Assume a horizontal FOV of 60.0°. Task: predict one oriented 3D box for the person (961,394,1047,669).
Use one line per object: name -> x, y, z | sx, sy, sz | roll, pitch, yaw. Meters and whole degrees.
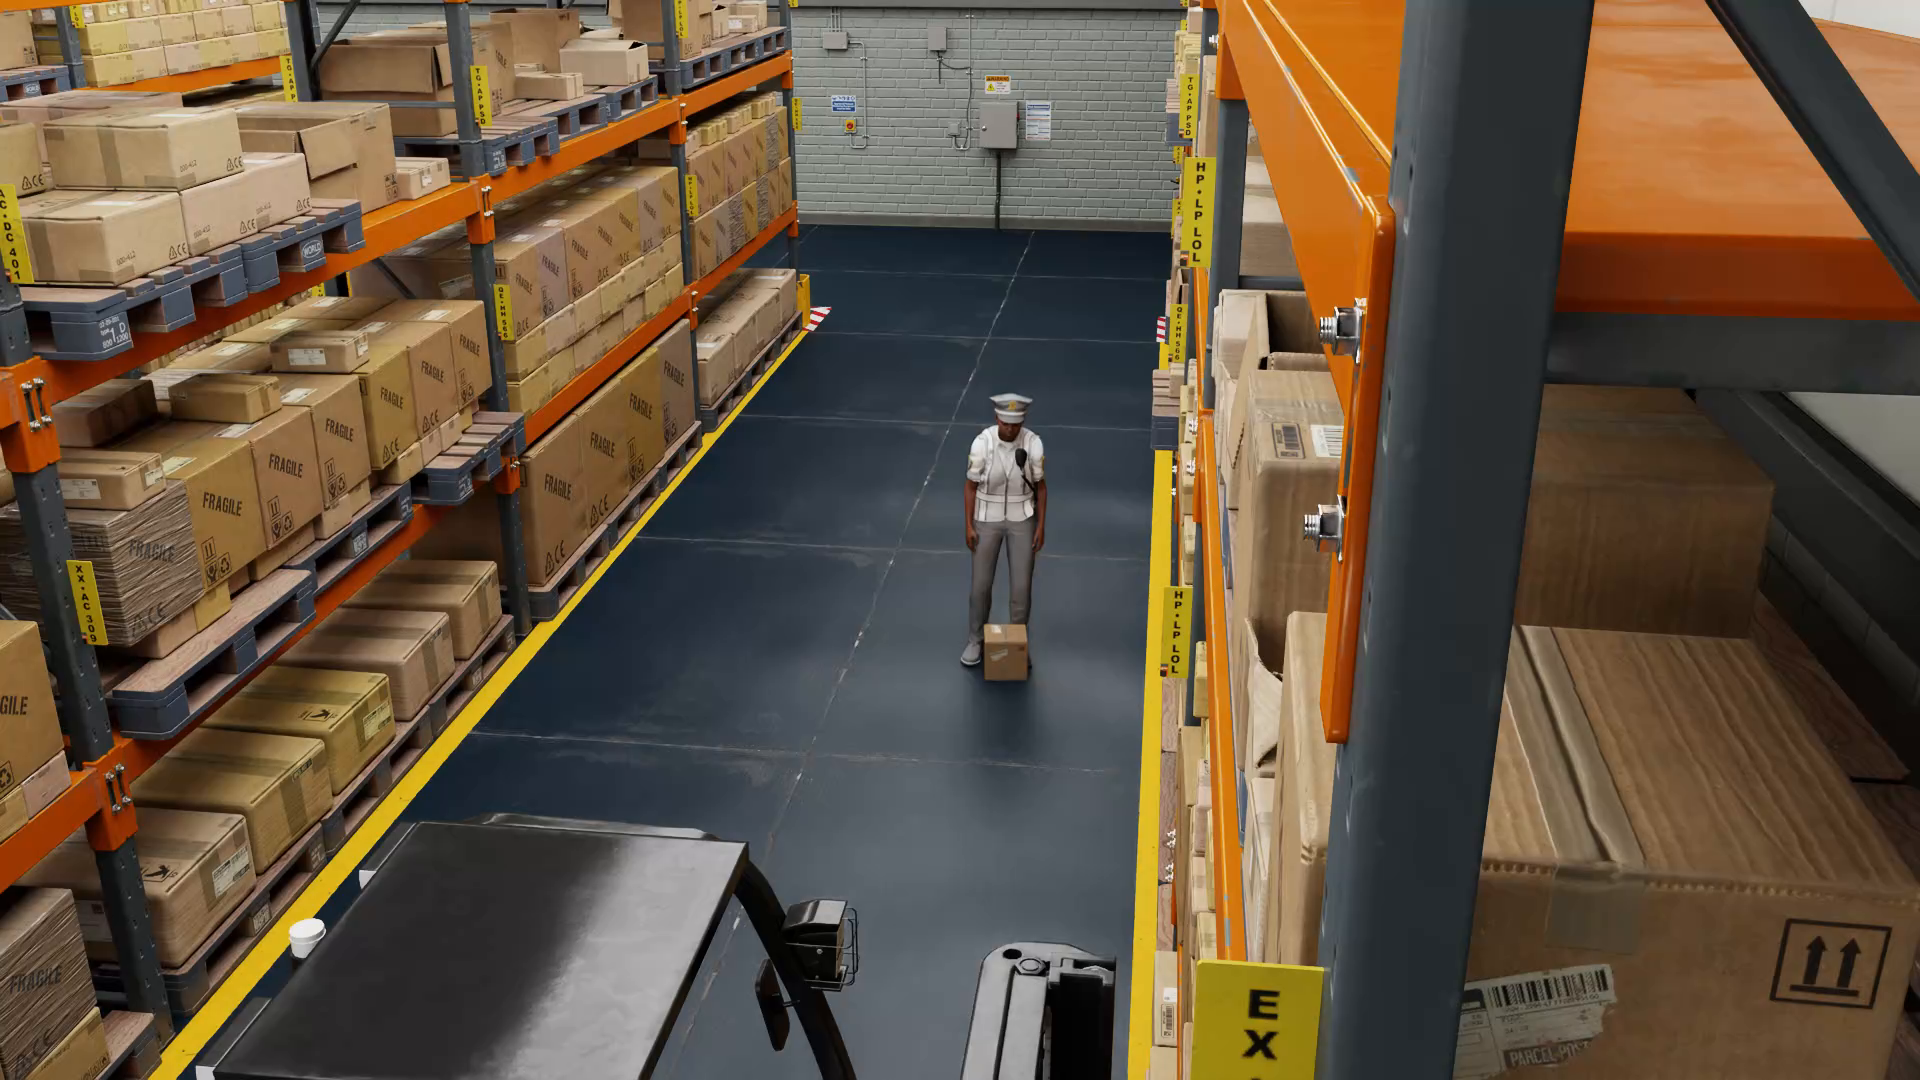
person -> 0.258, -0.068, 9.759 | 0.506, 1.659, 0.425 | 0, 21, 0
